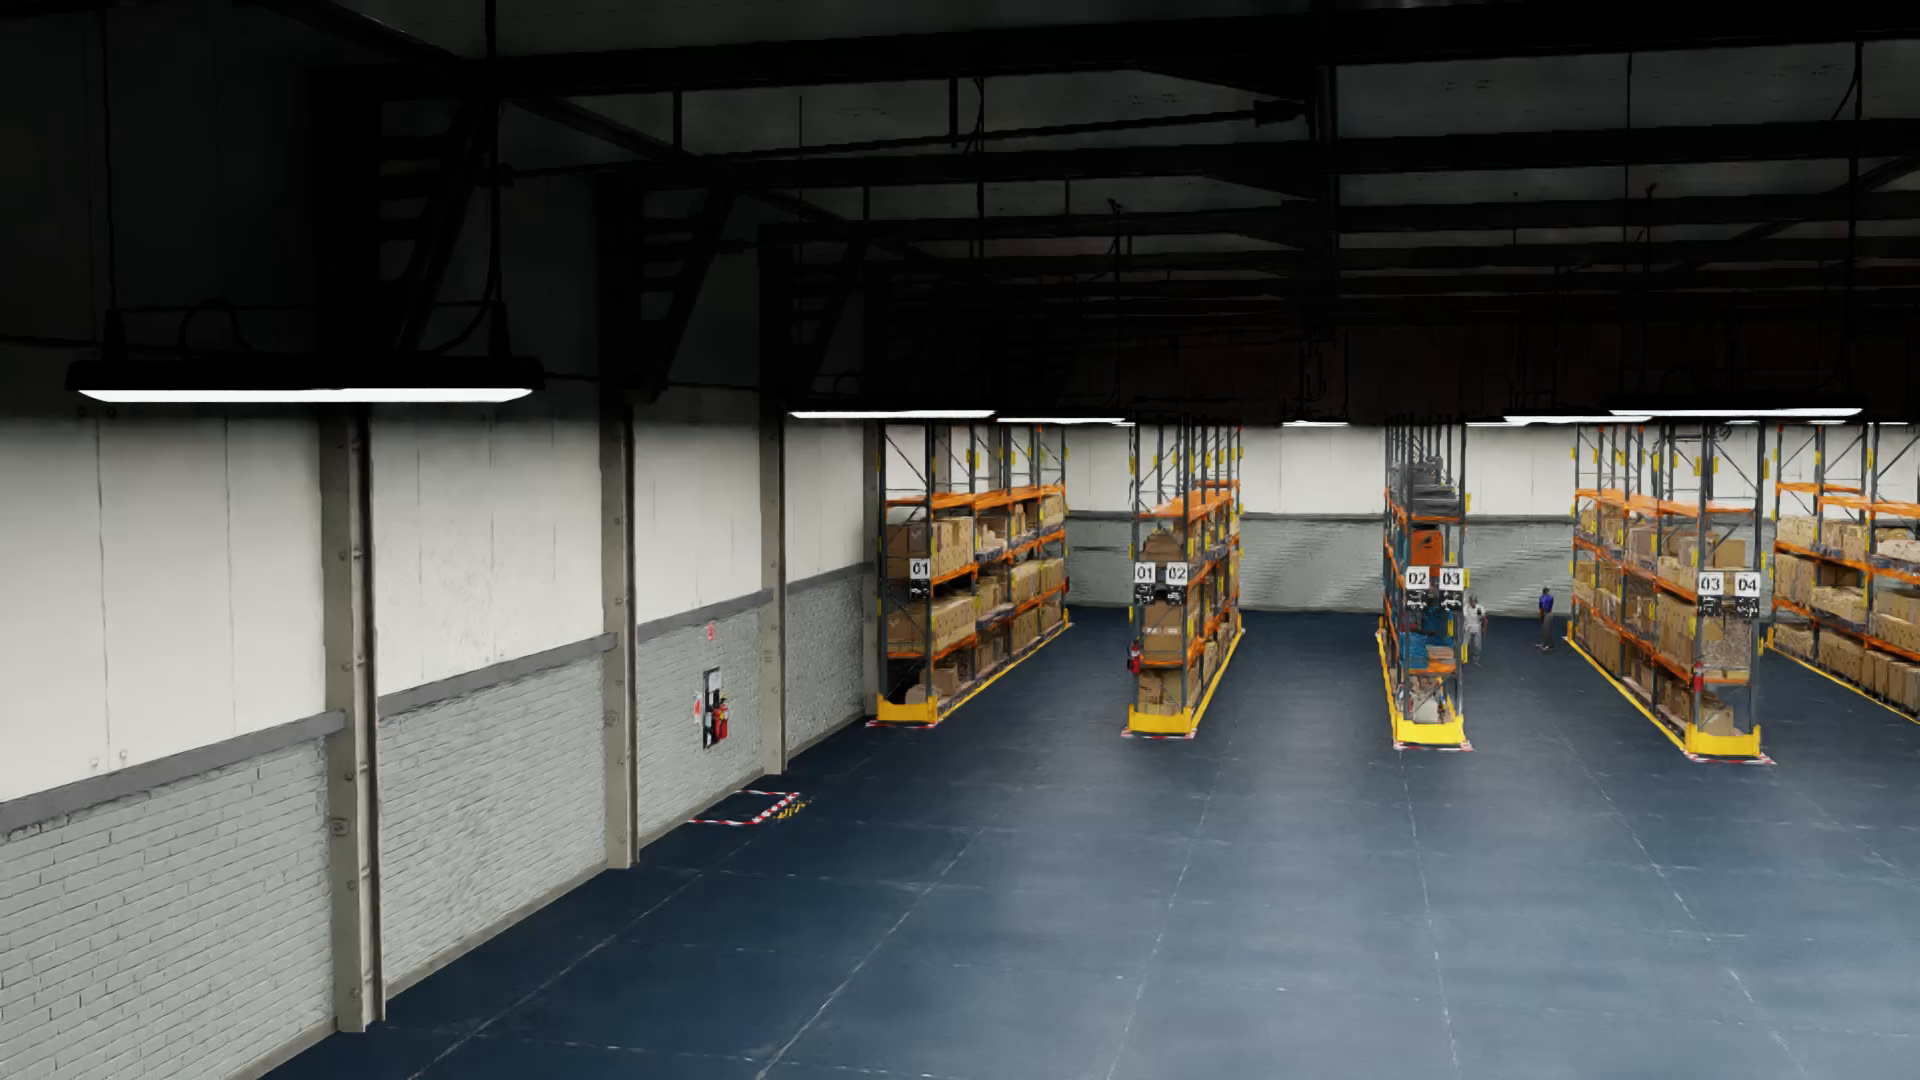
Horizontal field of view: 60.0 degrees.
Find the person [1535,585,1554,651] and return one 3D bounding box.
[{"bbox_3d":[15.035,1.993,42.742,0.551,1.653,0.574,4,5,43],"label":"person"}]

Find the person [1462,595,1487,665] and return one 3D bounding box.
[{"bbox_3d":[12.344,2.159,40.108,0.682,1.715,0.542,1,4,11],"label":"person"}]
